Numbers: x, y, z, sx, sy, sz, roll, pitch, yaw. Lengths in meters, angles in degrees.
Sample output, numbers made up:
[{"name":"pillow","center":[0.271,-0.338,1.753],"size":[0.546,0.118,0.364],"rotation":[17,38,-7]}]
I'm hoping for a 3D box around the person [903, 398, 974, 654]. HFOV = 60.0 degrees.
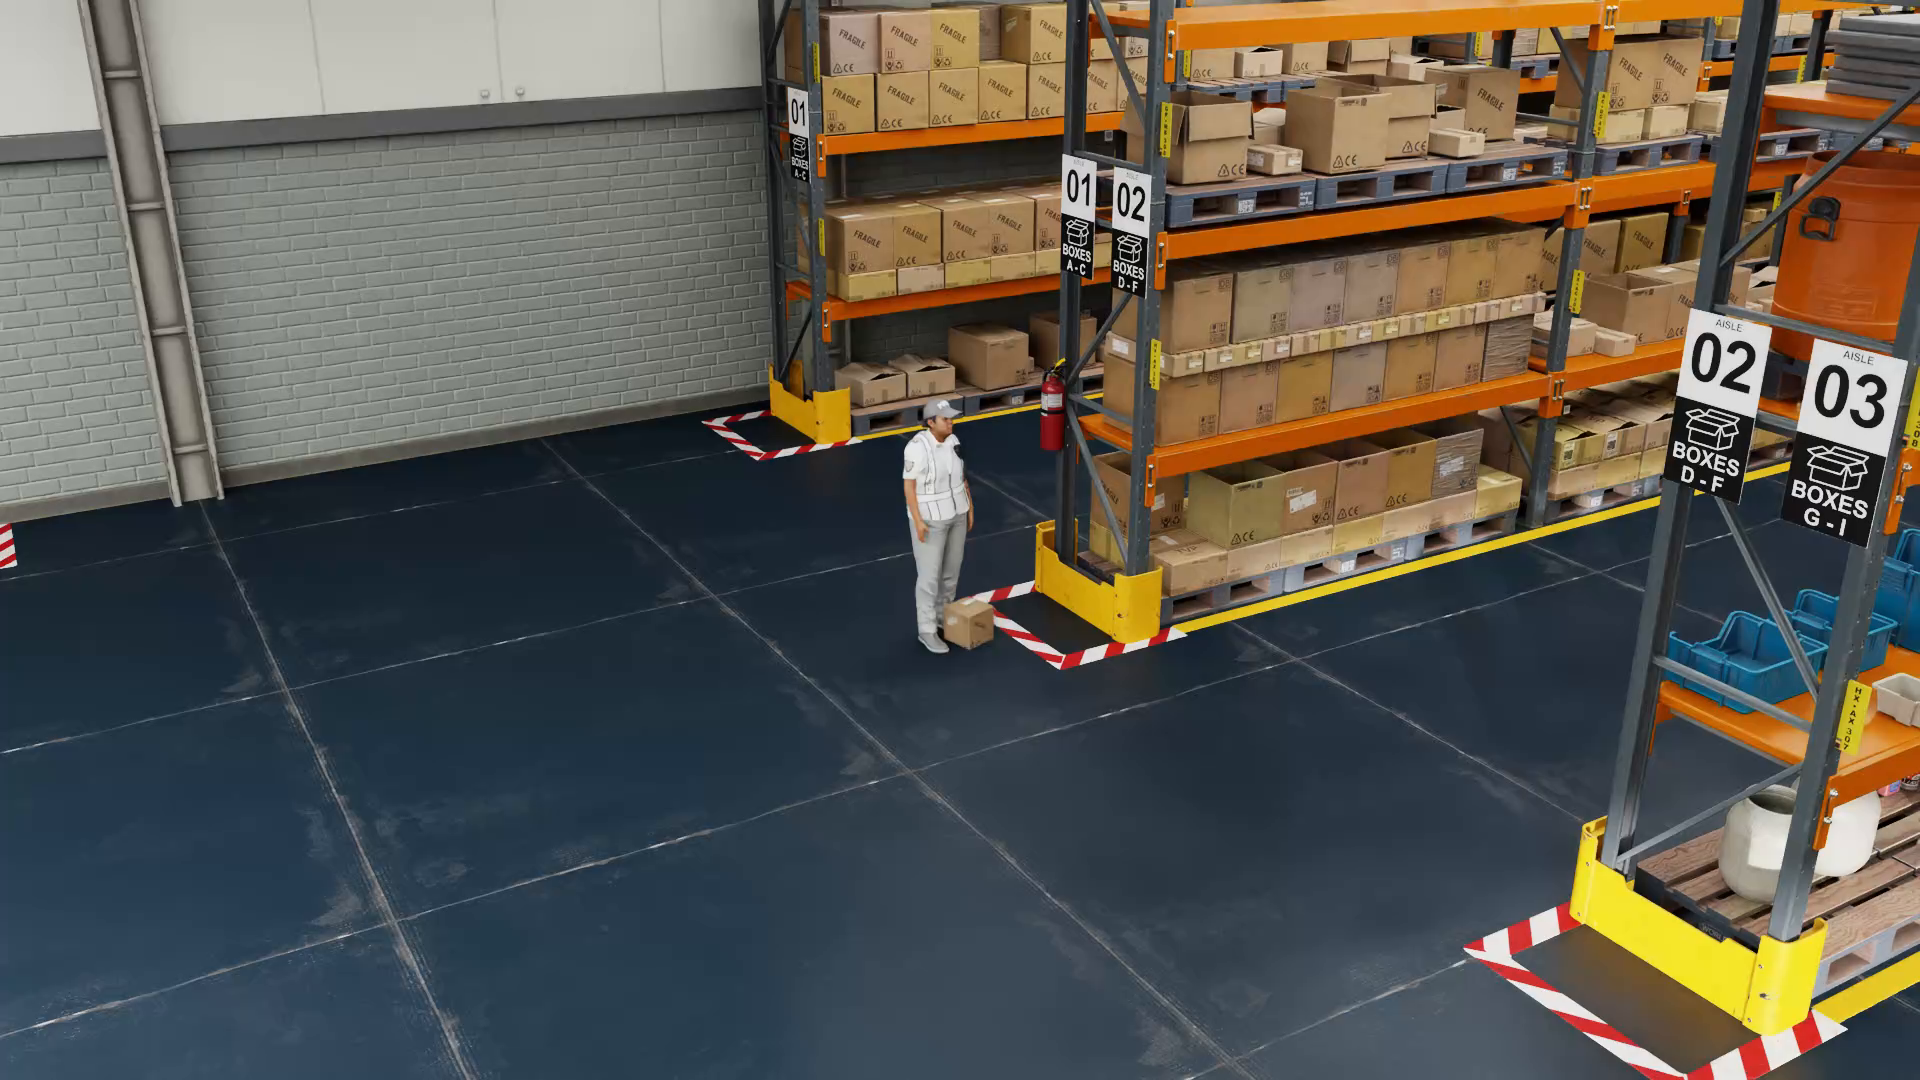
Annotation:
[{"name":"person","center":[-0.103,-0.127,11.372],"size":[0.593,1.669,0.529],"rotation":[-20,29,-40]}]
